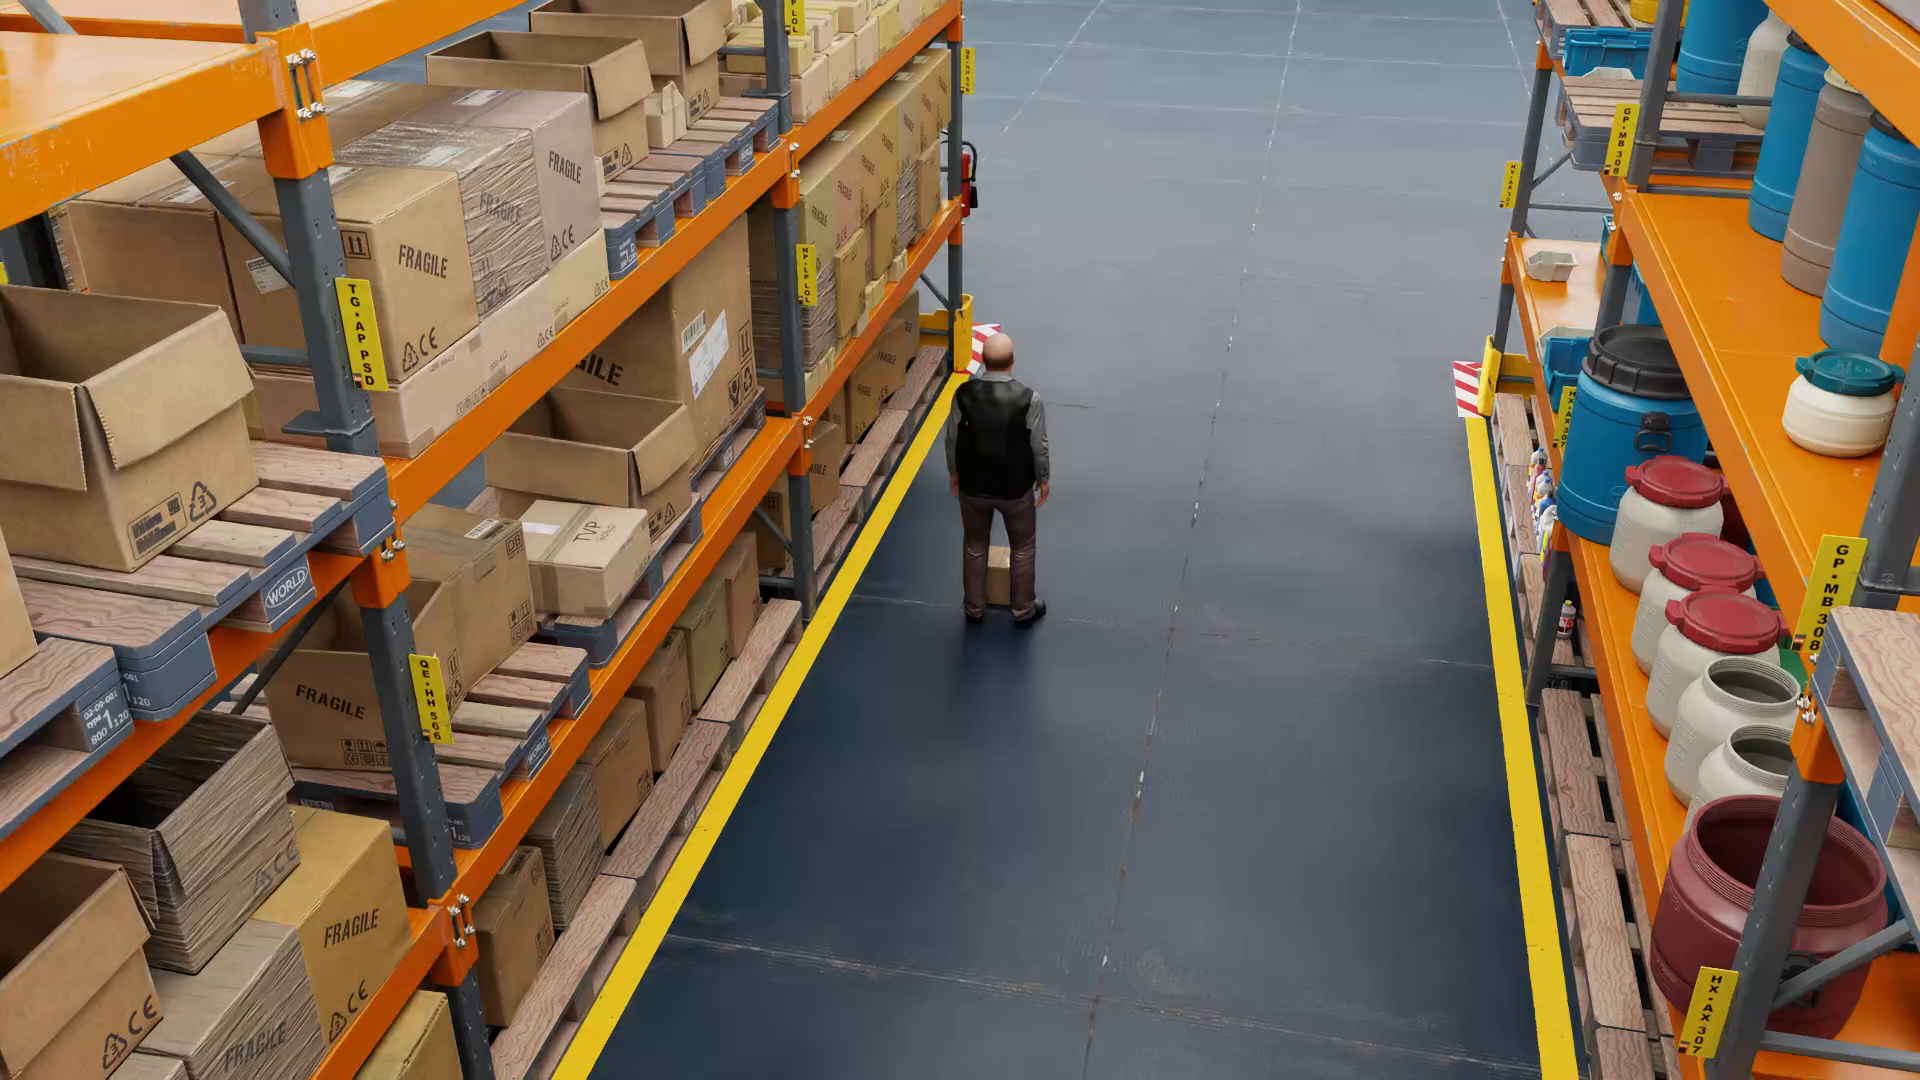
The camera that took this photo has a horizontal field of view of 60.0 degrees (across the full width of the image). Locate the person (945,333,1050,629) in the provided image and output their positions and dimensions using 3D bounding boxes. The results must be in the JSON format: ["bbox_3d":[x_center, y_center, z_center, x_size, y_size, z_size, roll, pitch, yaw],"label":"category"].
[{"bbox_3d":[0.205,-0.303,9.202,0.581,1.721,0.419,6,29,11],"label":"person"}]
